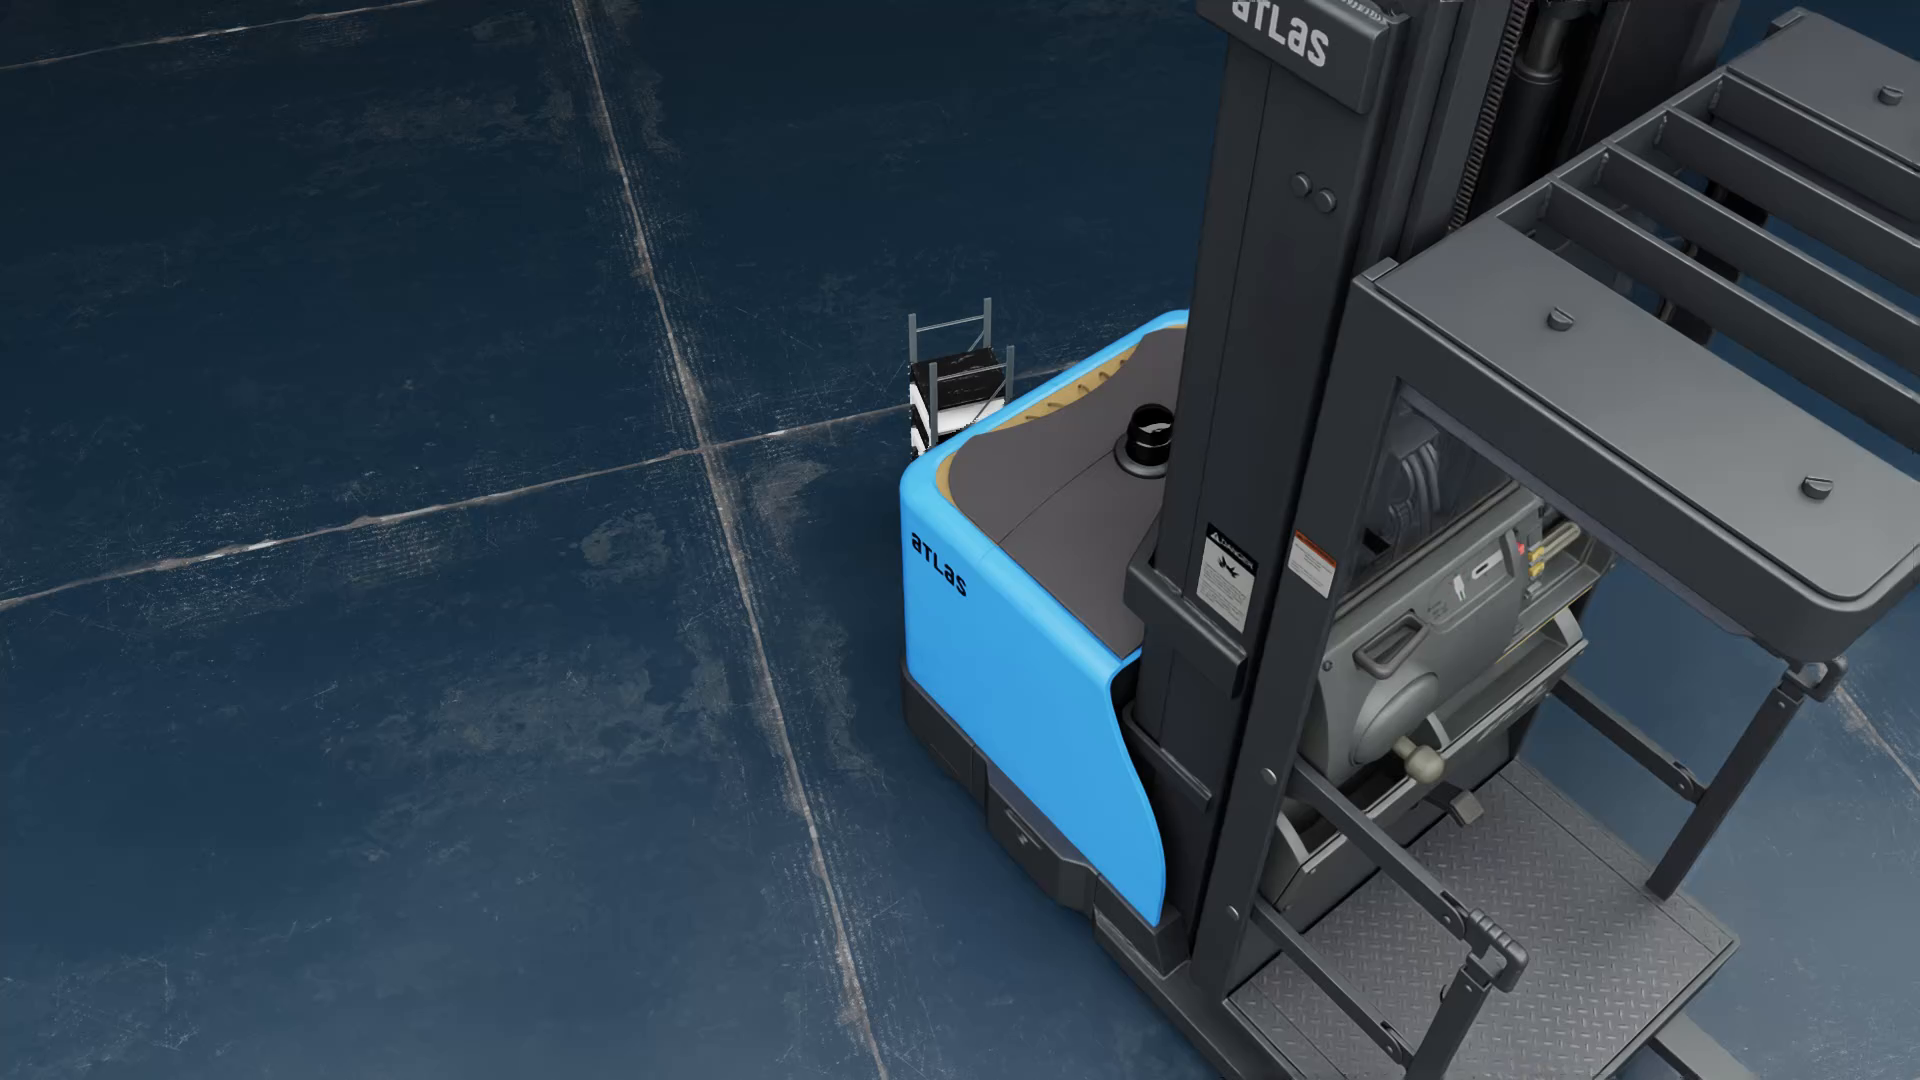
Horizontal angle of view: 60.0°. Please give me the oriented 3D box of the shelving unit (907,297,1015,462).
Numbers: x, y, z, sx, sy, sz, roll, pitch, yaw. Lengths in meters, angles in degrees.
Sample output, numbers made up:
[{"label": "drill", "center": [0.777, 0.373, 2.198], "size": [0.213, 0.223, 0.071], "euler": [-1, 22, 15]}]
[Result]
[{"label": "shelving unit", "center": [0.002, -0.284, 4.901], "size": [0.258, 0.900, 0.210], "euler": [-13, 51, -11]}]

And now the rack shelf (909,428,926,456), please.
[{"label": "rack shelf", "center": [0.002, -0.263, 4.926], "size": [0.258, 0.077, 0.200], "euler": [-13, 51, -11]}]

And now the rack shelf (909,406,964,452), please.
[{"label": "rack shelf", "center": [0.002, -0.321, 4.858], "size": [0.258, 0.077, 0.200], "euler": [-13, 51, -11]}]

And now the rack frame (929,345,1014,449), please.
[{"label": "rack frame", "center": [0.032, -0.210, 4.838], "size": [0.240, 0.900, 0.006], "euler": [-13, 51, -11]}]

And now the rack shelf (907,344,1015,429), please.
[{"label": "rack shelf", "center": [0.002, -0.437, 4.720], "size": [0.258, 0.077, 0.200], "euler": [-13, 51, -11]}]

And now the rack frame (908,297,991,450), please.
[{"label": "rack frame", "center": [-0.028, -0.358, 4.964], "size": [0.240, 0.900, 0.006], "euler": [-13, 51, -11]}]

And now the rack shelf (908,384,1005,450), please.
[{"label": "rack shelf", "center": [0.002, -0.379, 4.789], "size": [0.258, 0.077, 0.200], "euler": [-13, 51, -11]}]

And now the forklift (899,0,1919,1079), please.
[{"label": "forklift", "center": [1.155, 0.222, 3.146], "size": [1.130, 2.935, 3.031], "euler": [-32, 57, -24]}]

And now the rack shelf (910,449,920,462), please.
[{"label": "rack shelf", "center": [0.002, -0.205, 4.995], "size": [0.258, 0.077, 0.200], "euler": [-13, 51, -11]}]
